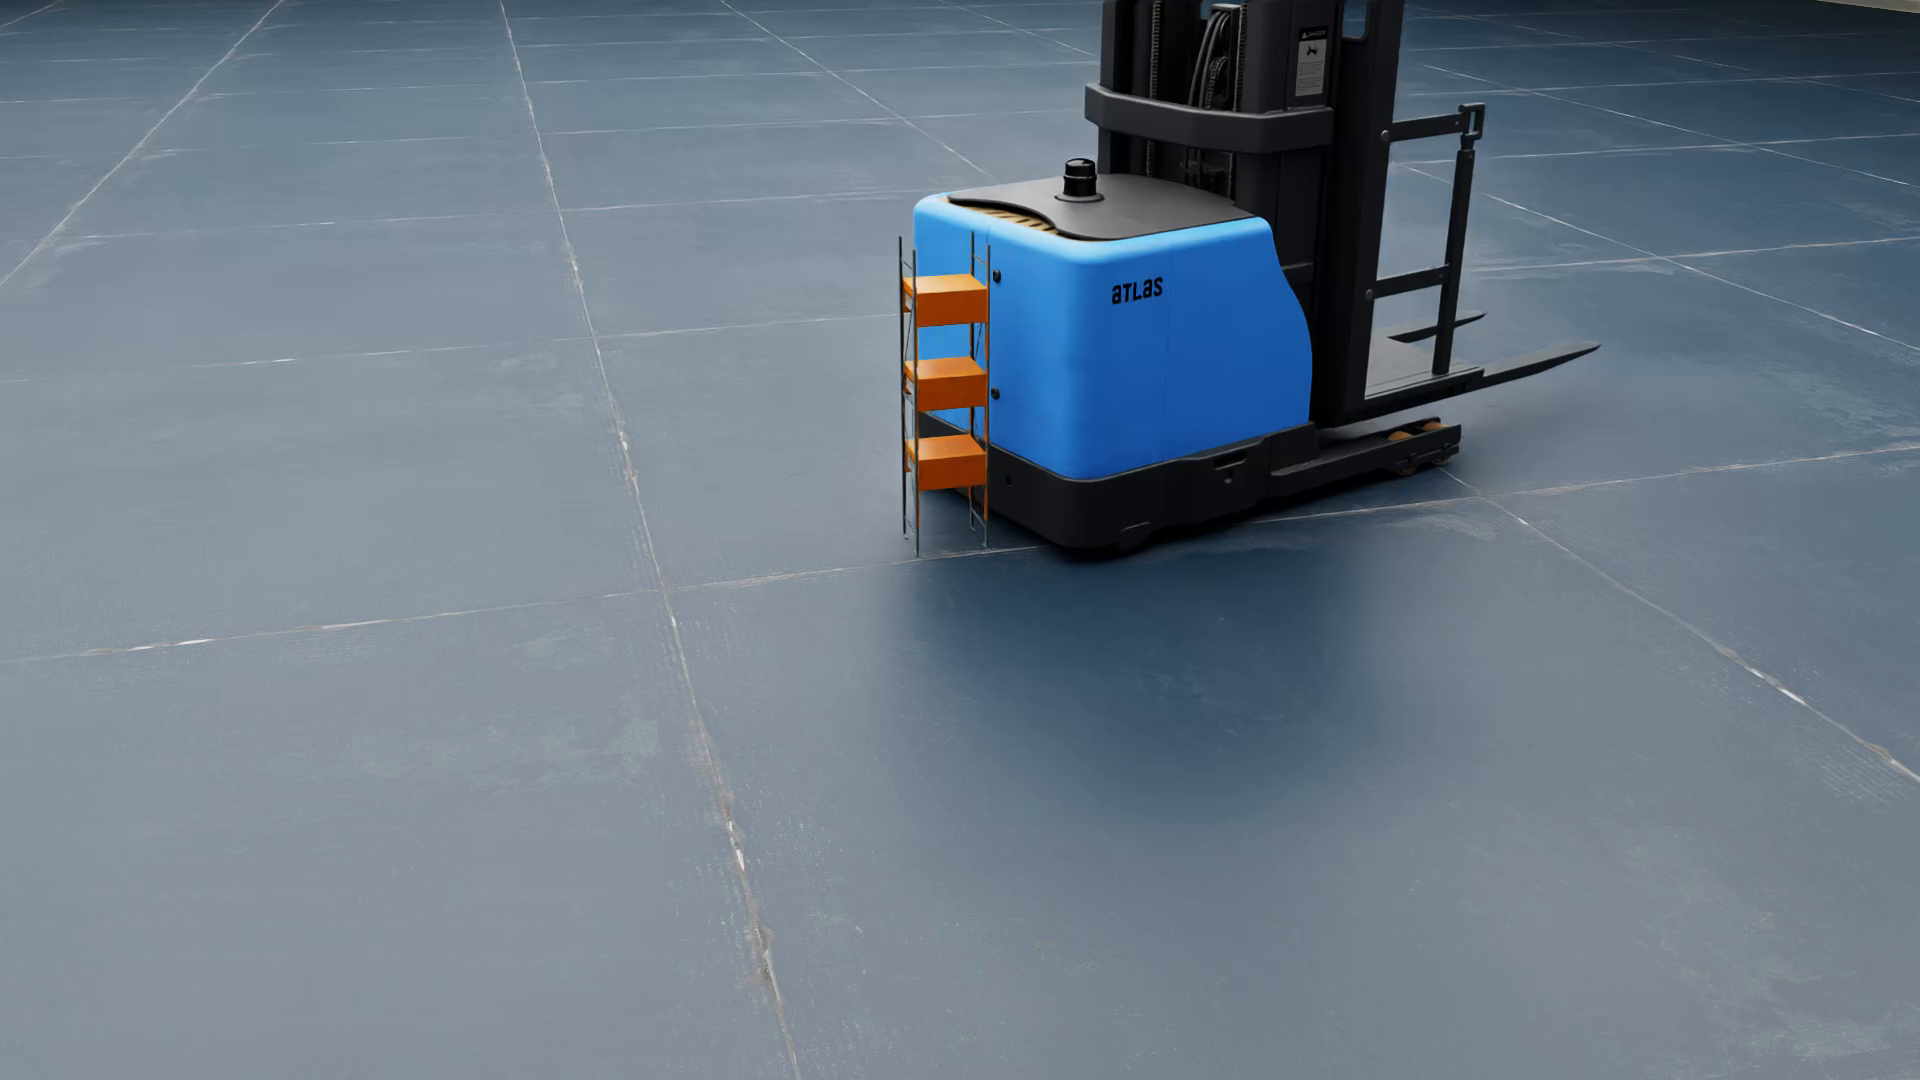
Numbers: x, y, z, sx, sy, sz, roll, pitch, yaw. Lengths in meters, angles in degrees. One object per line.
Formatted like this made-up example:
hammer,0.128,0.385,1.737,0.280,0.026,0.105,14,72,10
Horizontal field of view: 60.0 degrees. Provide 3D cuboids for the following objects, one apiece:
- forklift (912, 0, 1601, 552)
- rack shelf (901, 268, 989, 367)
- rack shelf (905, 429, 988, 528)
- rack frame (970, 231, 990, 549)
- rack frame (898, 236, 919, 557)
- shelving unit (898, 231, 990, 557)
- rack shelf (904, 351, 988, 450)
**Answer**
forklift,1.321,-1.746,6.102,3.031,2.935,1.130,-15,28,-32
rack shelf,-0.052,-0.728,5.422,0.240,0.259,0.215,-6,24,-14
rack shelf,-0.052,-0.212,5.643,0.240,0.259,0.215,-6,24,-14
rack frame,0.066,-0.490,5.560,0.008,1.050,0.200,-6,24,-14
rack frame,-0.169,-0.464,5.499,0.008,1.050,0.200,-6,24,-14
shelving unit,-0.052,-0.477,5.530,0.252,1.050,0.215,-6,24,-14
rack shelf,-0.052,-0.467,5.534,0.240,0.259,0.215,-6,24,-14
